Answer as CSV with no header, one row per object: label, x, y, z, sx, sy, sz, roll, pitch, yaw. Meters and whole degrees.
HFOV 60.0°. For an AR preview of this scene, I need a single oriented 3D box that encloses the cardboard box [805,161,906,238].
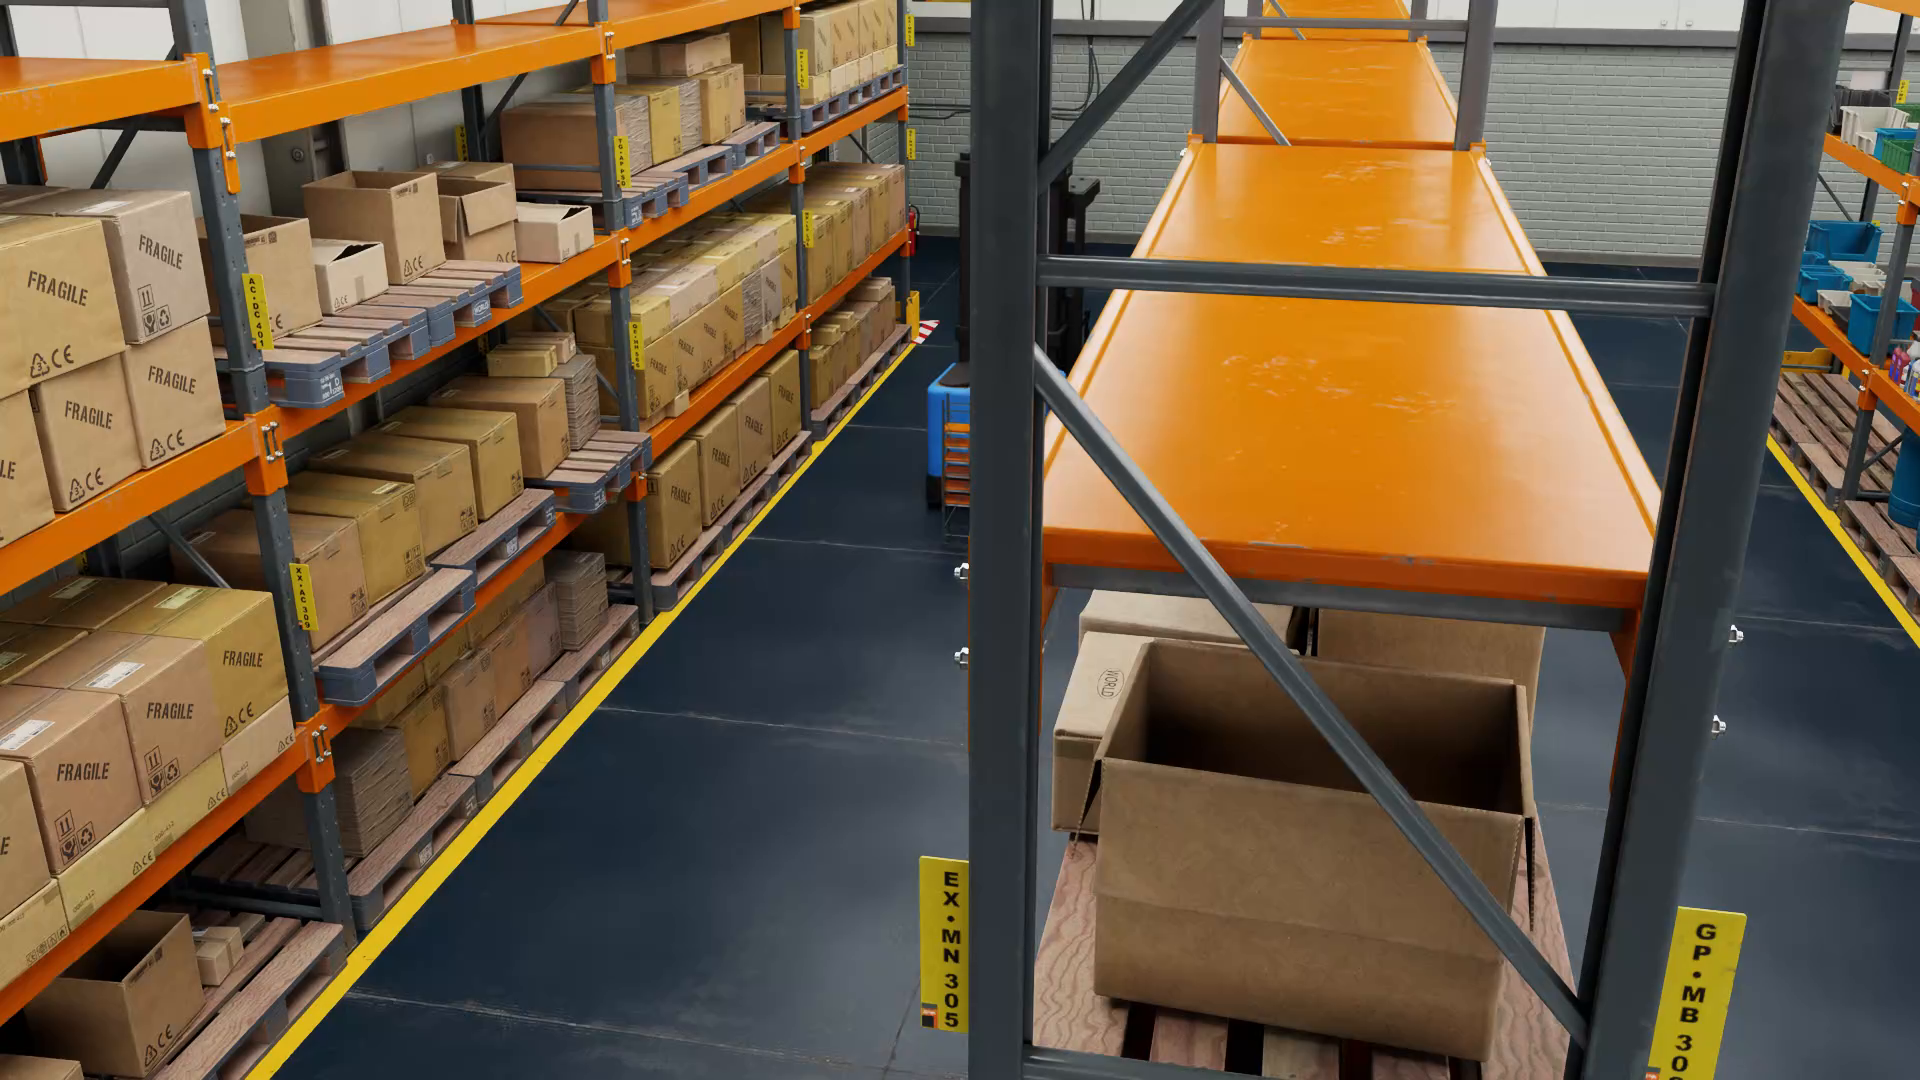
cardboard box,-1.165,-3.717,18.197,0.980,0.700,0.700,5,23,13

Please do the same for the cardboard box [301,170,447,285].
cardboard box,-3.078,-1.654,8.765,0.500,0.500,0.500,4,22,9

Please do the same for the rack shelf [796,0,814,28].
rack shelf,-1.479,-5.297,15.990,1.077,0.370,4.000,4,22,11

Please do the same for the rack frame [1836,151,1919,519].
rack frame,7.811,-1.547,13.210,1.000,3.000,0.127,4,22,11

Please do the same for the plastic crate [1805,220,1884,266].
plastic crate,8.742,-2.918,16.485,0.616,0.435,0.499,4,22,11

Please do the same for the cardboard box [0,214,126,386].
cardboard box,-3.459,-0.881,6.043,0.500,0.500,0.500,6,23,14

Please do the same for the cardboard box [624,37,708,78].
cardboard box,-2.293,-3.777,13.006,0.500,0.250,0.500,4,22,9

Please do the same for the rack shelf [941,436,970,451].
rack shelf,-0.003,-0.733,13.074,0.258,0.103,0.180,4,22,11

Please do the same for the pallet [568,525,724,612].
pallet,-2.469,0.171,12.676,1.003,0.211,1.213,4,22,11

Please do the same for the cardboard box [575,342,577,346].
cardboard box,-2.865,-1.226,11.854,0.500,0.500,0.500,5,22,11

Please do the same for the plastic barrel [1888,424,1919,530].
plastic barrel,7.683,-0.571,13.033,0.600,0.901,0.708,4,22,11

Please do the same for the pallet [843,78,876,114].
pallet,-1.459,-4.396,16.387,1.003,0.211,1.213,4,22,11

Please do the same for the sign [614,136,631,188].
sign,-2.173,-2.429,10.692,0.100,0.325,0.005,4,22,11

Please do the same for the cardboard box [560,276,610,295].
cardboard box,-2.756,-1.756,12.166,0.500,0.250,0.500,4,22,9

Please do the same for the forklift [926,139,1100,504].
forklift,0.591,-2.104,14.684,1.130,2.935,3.031,6,23,14

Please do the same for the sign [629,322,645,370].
sign,-2.170,-1.302,11.157,0.100,0.325,0.005,4,22,11

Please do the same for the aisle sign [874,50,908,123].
aisle sign,-0.763,-4.975,18.241,0.394,0.787,0.004,4,22,11

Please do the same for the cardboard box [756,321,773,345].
cardboard box,-1.801,-1.763,14.057,0.380,0.149,0.250,4,22,11

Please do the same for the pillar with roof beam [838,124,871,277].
pillar with roof beam,2.847,-7.273,19.398,9.100,9.000,0.400,4,22,11

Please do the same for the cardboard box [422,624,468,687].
cardboard box,-3.197,0.609,9.611,0.500,0.250,0.500,4,22,9

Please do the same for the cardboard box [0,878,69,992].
cardboard box,-3.619,1.431,5.990,0.500,0.250,0.500,5,22,11

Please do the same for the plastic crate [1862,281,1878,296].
plastic crate,8.490,-2.285,15.316,0.298,0.136,0.250,4,22,11

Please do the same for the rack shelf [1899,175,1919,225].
rack shelf,7.403,-1.873,10.968,1.077,0.370,4.000,4,22,11

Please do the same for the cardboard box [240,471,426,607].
cardboard box,-3.262,-0.014,8.682,0.700,0.500,0.500,7,23,16

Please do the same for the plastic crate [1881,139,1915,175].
plastic crate,7.602,-3.018,13.131,0.450,0.188,0.662,4,22,11

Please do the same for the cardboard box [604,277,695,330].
cardboard box,-2.250,-1.724,12.087,0.500,0.250,0.500,4,22,10

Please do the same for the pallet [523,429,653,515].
pallet,-2.745,-0.482,10.822,1.213,0.211,1.003,4,22,11

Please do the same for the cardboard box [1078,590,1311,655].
cardboard box,0.604,0.208,4.206,0.500,0.311,0.500,7,23,17

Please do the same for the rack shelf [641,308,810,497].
rack shelf,-2.296,-1.237,13.404,1.077,0.370,4.000,4,22,11

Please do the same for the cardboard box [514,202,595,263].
cardboard box,-2.586,-1.915,10.201,0.500,0.311,0.500,4,22,11

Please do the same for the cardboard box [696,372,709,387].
cardboard box,-2.174,-1.308,12.925,0.380,0.149,0.250,5,22,12

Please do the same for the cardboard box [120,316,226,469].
cardboard box,-3.381,-0.619,6.730,0.500,0.500,0.500,5,22,12

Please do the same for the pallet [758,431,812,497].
pallet,-1.971,-0.721,14.891,1.003,0.211,1.213,4,22,11

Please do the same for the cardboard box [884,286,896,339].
cardboard box,-1.116,-2.537,18.452,0.700,0.500,0.500,4,22,11

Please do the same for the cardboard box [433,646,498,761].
cardboard box,-3.186,0.932,9.812,0.700,0.500,0.500,5,22,12

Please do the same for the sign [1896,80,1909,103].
sign,9.169,-4.317,16.212,0.100,0.325,0.005,4,22,11

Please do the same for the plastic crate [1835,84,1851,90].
plastic crate,8.276,-4.221,16.010,0.497,0.269,0.590,4,22,11

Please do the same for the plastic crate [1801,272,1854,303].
plastic crate,7.925,-2.304,15.233,0.416,0.233,0.300,4,22,11

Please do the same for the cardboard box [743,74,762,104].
cardboard box,-1.977,-4.134,15.122,0.500,0.250,0.500,5,22,11

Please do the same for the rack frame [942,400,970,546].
rack frame,-0.022,-0.518,13.064,0.240,1.200,0.006,4,22,11

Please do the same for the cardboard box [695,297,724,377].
cardboard box,-2.136,-1.563,12.692,0.500,0.500,0.500,4,22,11

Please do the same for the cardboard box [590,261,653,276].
cardboard box,-2.648,-1.943,12.631,0.500,0.250,0.500,4,22,10

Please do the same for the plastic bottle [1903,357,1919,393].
plastic bottle,7.266,-1.258,12.664,0.097,0.271,0.097,0,22,0

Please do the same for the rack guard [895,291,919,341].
rack guard,-1.066,-2.615,19.207,1.175,0.500,0.348,4,22,11

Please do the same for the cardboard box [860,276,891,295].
cardboard box,-0.964,-2.777,18.179,0.380,0.149,0.250,4,22,10

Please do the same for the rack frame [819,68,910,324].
rack frame,-1.071,-3.765,18.718,1.000,3.000,0.127,4,22,11

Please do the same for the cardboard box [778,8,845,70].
cardboard box,-1.369,-4.641,15.378,0.500,0.500,0.500,4,22,10

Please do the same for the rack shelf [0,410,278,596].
rack shelf,-3.928,0.297,5.579,1.077,0.370,4.000,4,22,11

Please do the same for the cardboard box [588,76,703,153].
cardboard box,-2.390,-3.244,12.685,0.700,0.500,0.500,4,22,11

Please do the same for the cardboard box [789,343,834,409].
cardboard box,-1.634,-1.603,16.134,0.700,0.500,0.500,5,22,12

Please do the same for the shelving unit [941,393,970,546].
shelving unit,-0.003,-0.551,13.147,0.258,1.200,0.189,4,22,11

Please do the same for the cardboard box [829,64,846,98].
cardboard box,-1.370,-4.283,15.494,0.500,0.250,0.500,4,22,10

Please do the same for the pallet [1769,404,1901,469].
pallet,8.170,-0.973,15.517,1.003,0.211,1.213,4,22,11

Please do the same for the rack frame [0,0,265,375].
rack frame,-3.520,-2.159,6.700,1.000,3.000,0.127,4,22,11

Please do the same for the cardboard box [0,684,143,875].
cardboard box,-3.523,0.899,6.308,0.500,0.500,0.500,4,22,9

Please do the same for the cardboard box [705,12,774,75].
cardboard box,-1.973,-4.486,14.994,0.500,0.500,0.500,4,22,11
